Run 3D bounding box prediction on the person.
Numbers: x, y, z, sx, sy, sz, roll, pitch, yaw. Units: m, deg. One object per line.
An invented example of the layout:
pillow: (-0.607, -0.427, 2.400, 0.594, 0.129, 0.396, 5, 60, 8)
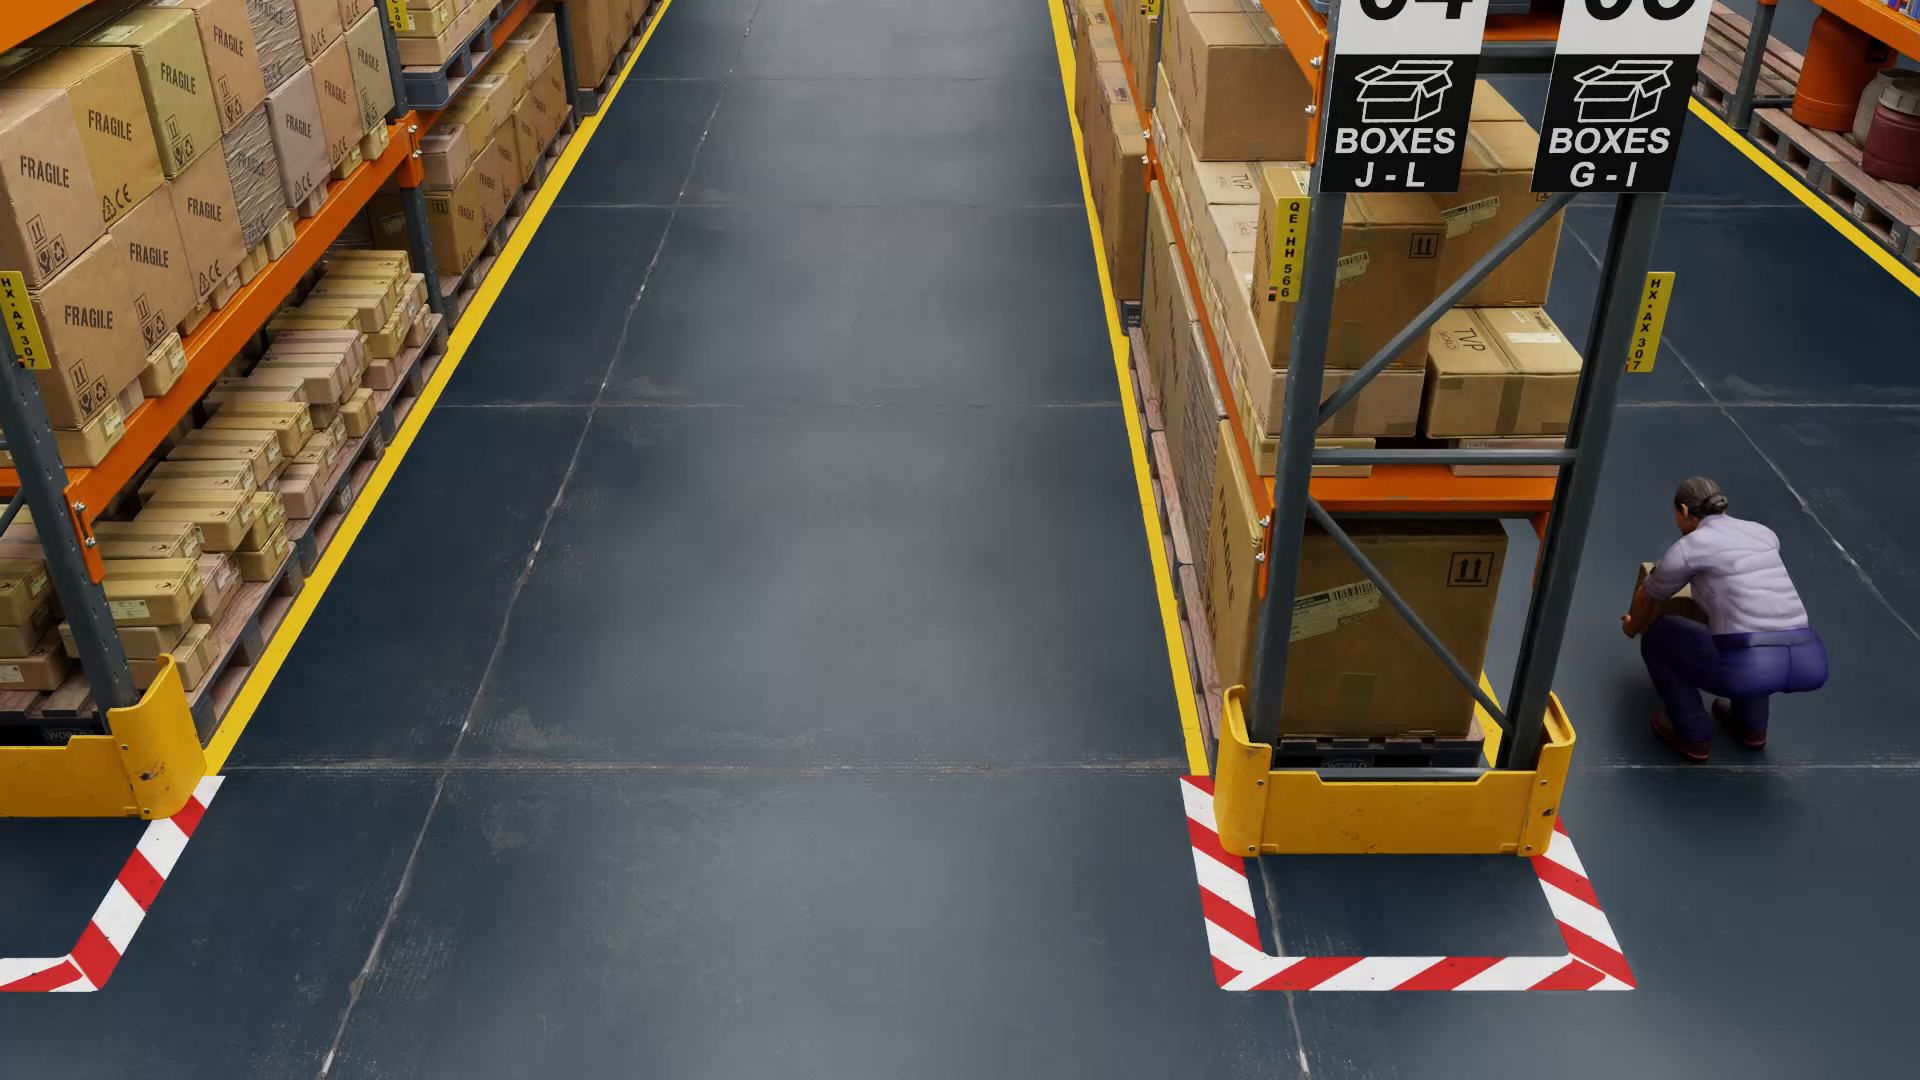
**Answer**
person: (2.895, 0.317, 6.305, 0.518, 0.954, 0.814, -4, 32, -7)
